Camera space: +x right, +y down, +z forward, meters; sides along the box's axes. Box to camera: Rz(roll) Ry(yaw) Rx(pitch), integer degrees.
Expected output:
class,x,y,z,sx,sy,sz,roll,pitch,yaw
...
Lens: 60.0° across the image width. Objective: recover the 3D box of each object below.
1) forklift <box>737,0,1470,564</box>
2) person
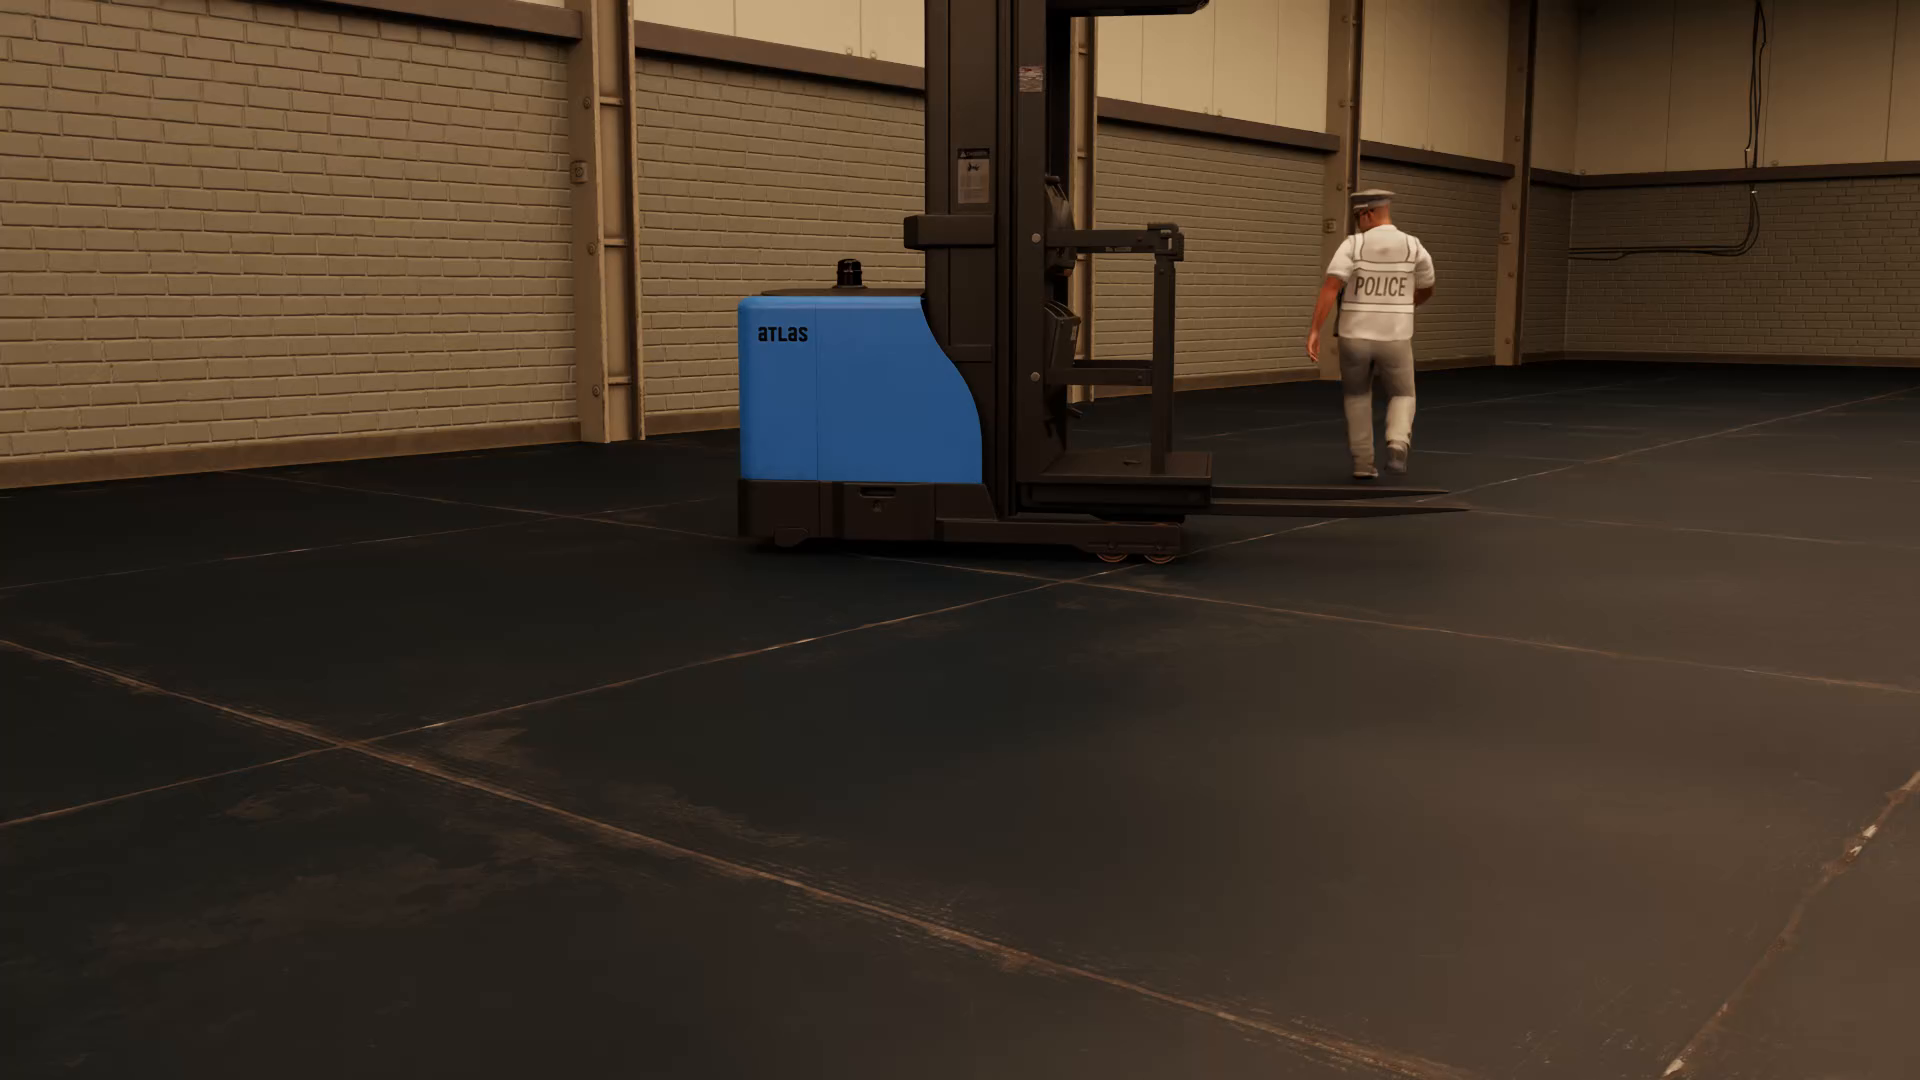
class,x,y,z,sx,sy,sz,roll,pitch,yaw
forklift,0.617,-1.436,7.097,3.031,2.935,1.130,1,8,9
person,2.406,-1.191,9.749,0.699,1.692,0.635,2,9,16
